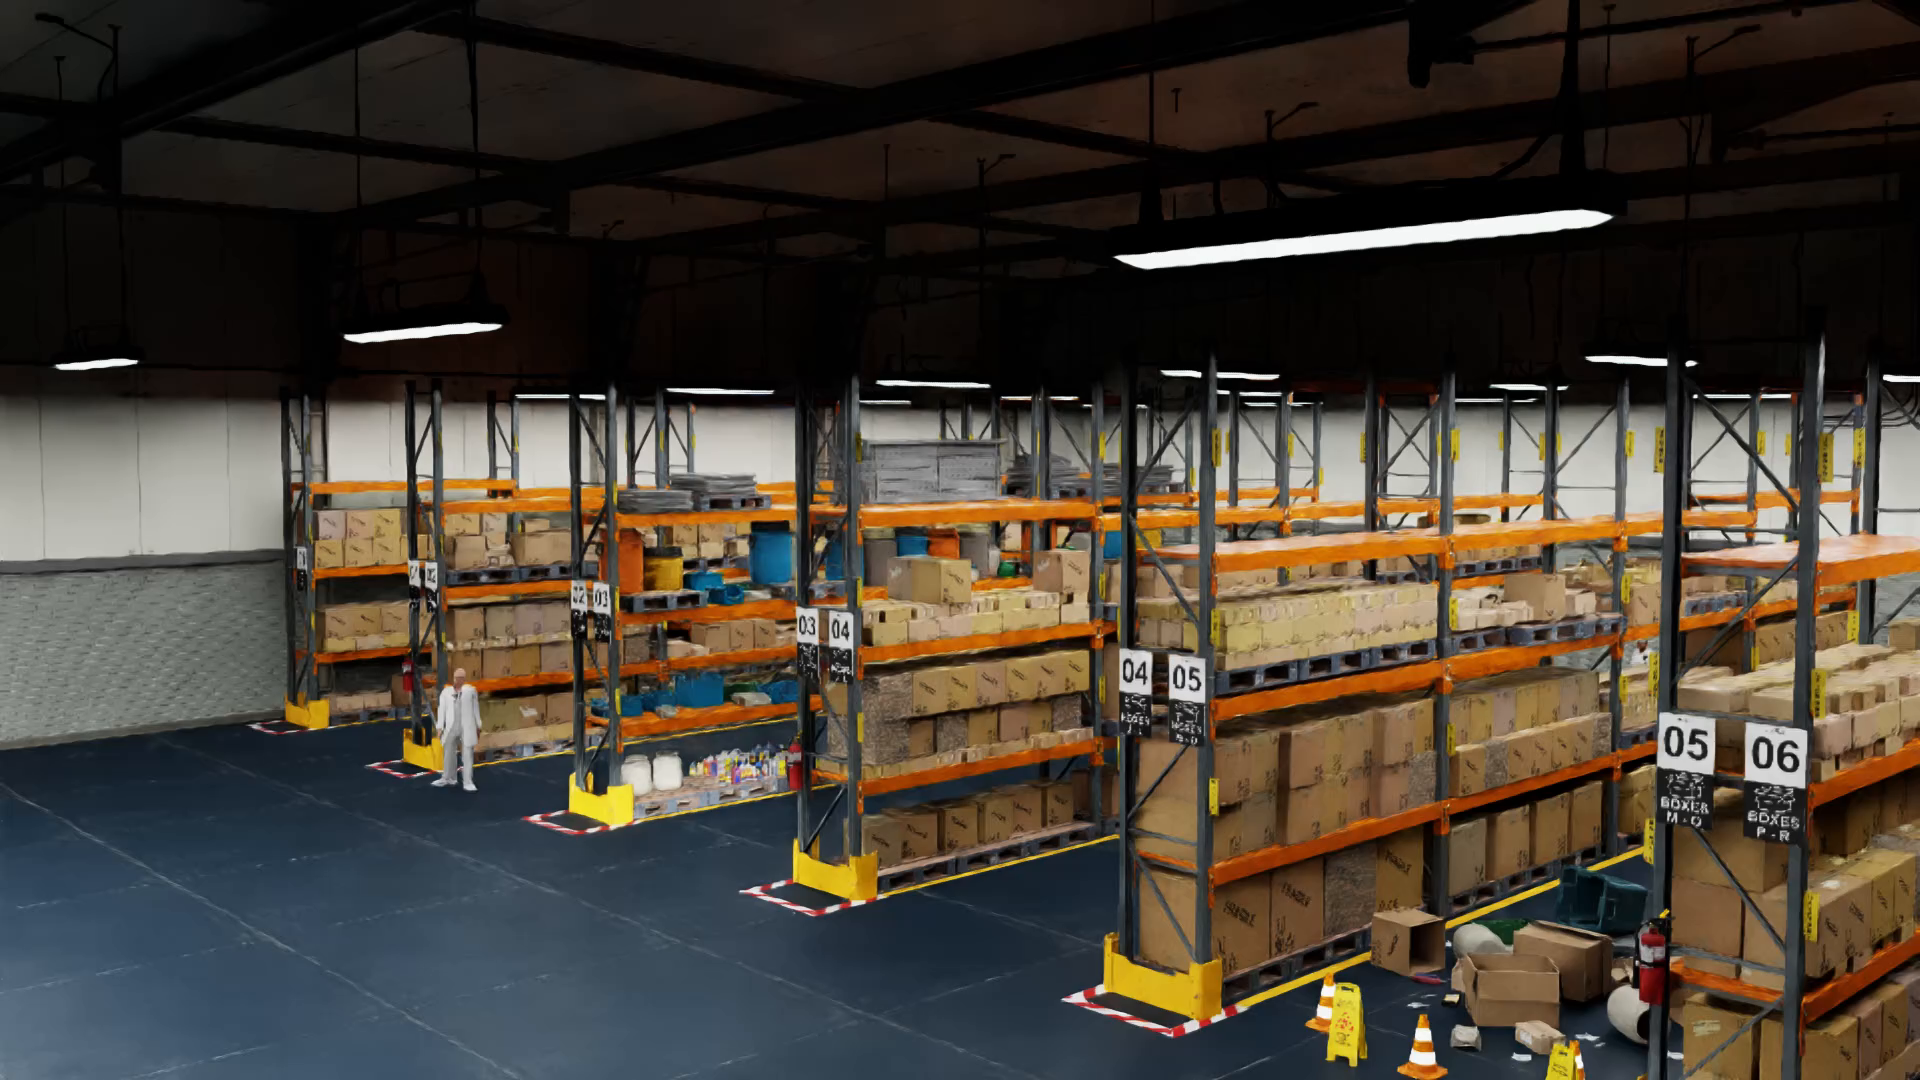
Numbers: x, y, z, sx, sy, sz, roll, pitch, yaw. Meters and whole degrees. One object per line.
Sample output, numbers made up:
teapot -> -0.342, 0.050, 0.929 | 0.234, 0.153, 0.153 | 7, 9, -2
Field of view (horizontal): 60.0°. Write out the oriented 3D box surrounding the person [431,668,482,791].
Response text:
person -> -7.351, 2.737, 24.169 | 0.760, 1.773, 0.508 | 0, 4, -1

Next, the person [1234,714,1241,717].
person -> 3.660, 2.938, 21.365 | 0.683, 1.713, 0.837 | 2, 4, 30

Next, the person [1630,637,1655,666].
person -> 12.106, 2.478, 29.413 | 0.991, 1.606, 0.493 | -4, 5, -44
